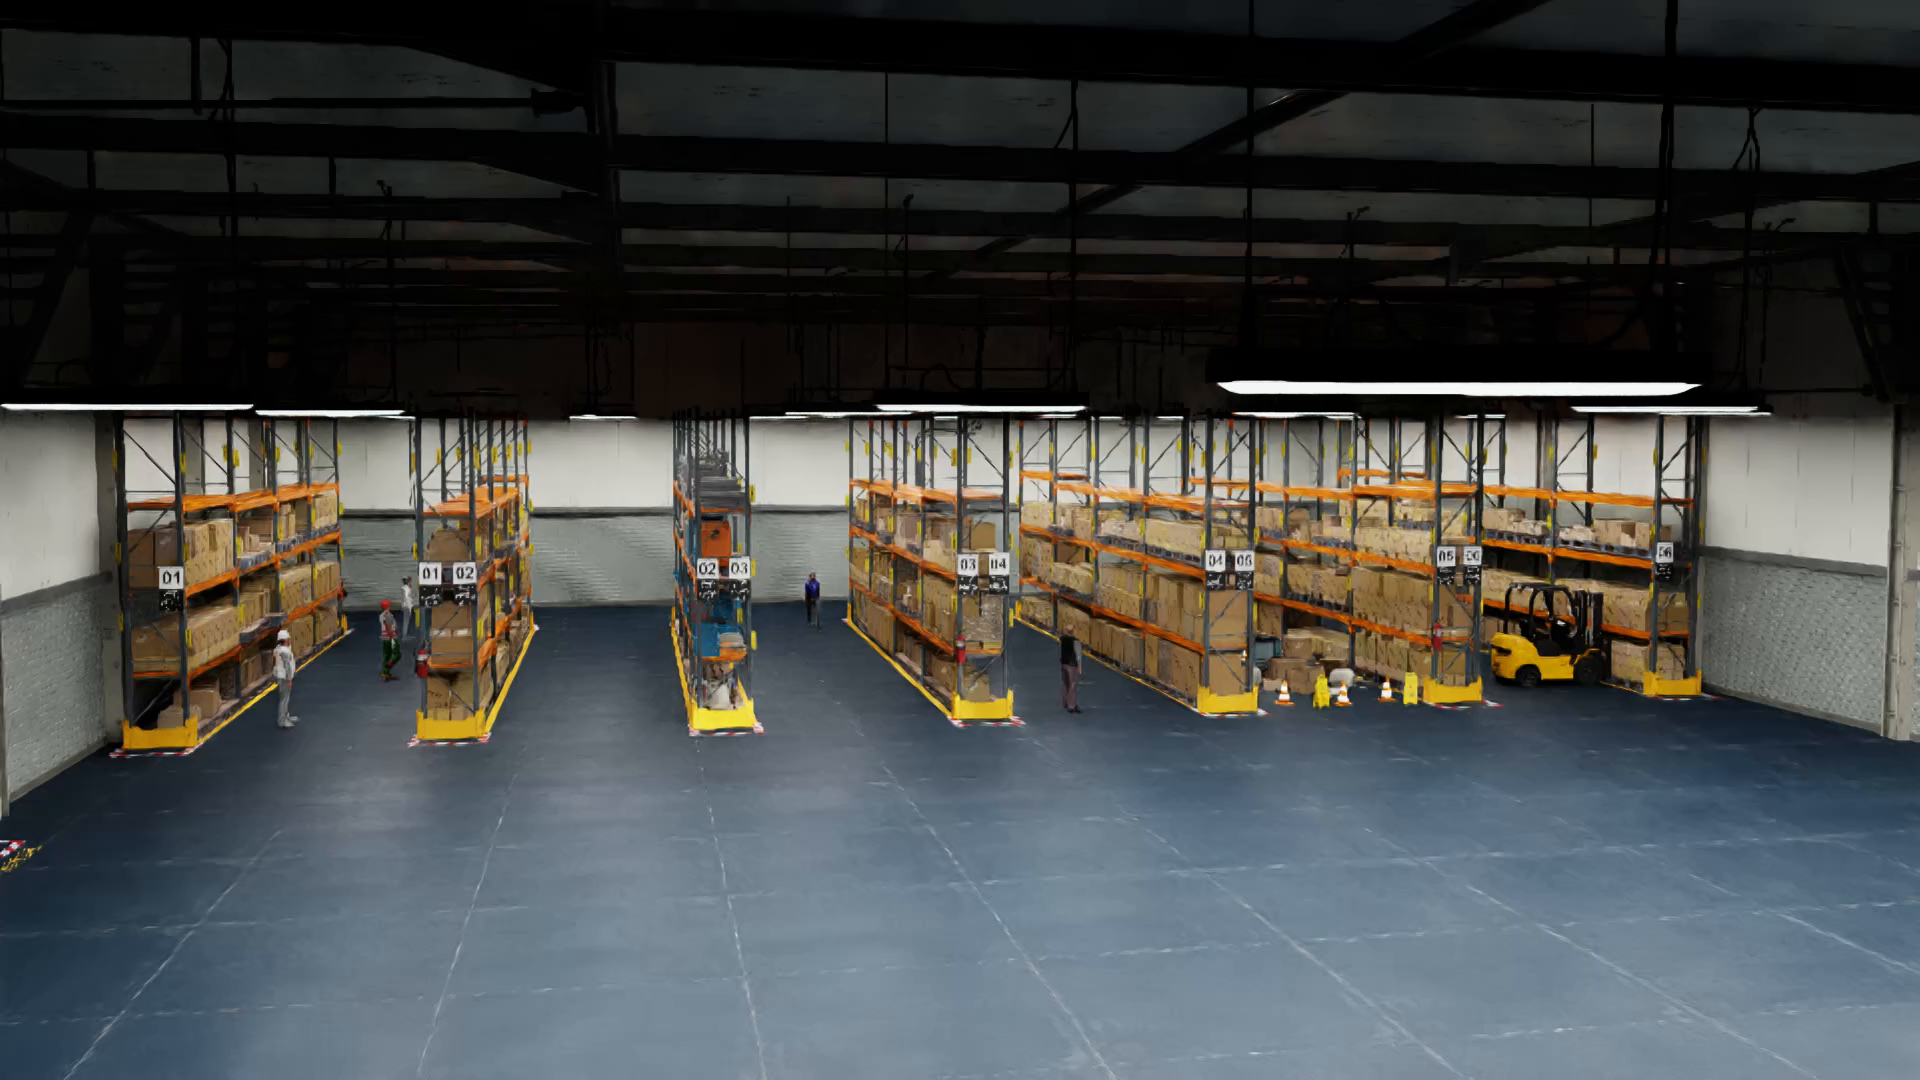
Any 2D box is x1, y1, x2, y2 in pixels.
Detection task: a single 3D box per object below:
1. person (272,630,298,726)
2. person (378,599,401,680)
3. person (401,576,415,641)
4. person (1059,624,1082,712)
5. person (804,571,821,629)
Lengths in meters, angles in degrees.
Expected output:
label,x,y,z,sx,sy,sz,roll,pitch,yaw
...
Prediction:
label,x,y,z,sx,sy,sz,roll,pitch,yaw
person,-12.705,2.591,31.389,0.462,1.774,0.598,-3,5,-38
person,-12.678,2.209,36.834,0.443,1.786,0.594,-4,5,-41
person,-14.450,1.782,43.514,0.337,1.683,0.548,-2,5,-26
person,2.222,2.508,32.906,0.454,1.726,0.581,-3,5,-39
person,-4.088,1.697,46.054,0.447,1.473,1.088,-1,4,-9
